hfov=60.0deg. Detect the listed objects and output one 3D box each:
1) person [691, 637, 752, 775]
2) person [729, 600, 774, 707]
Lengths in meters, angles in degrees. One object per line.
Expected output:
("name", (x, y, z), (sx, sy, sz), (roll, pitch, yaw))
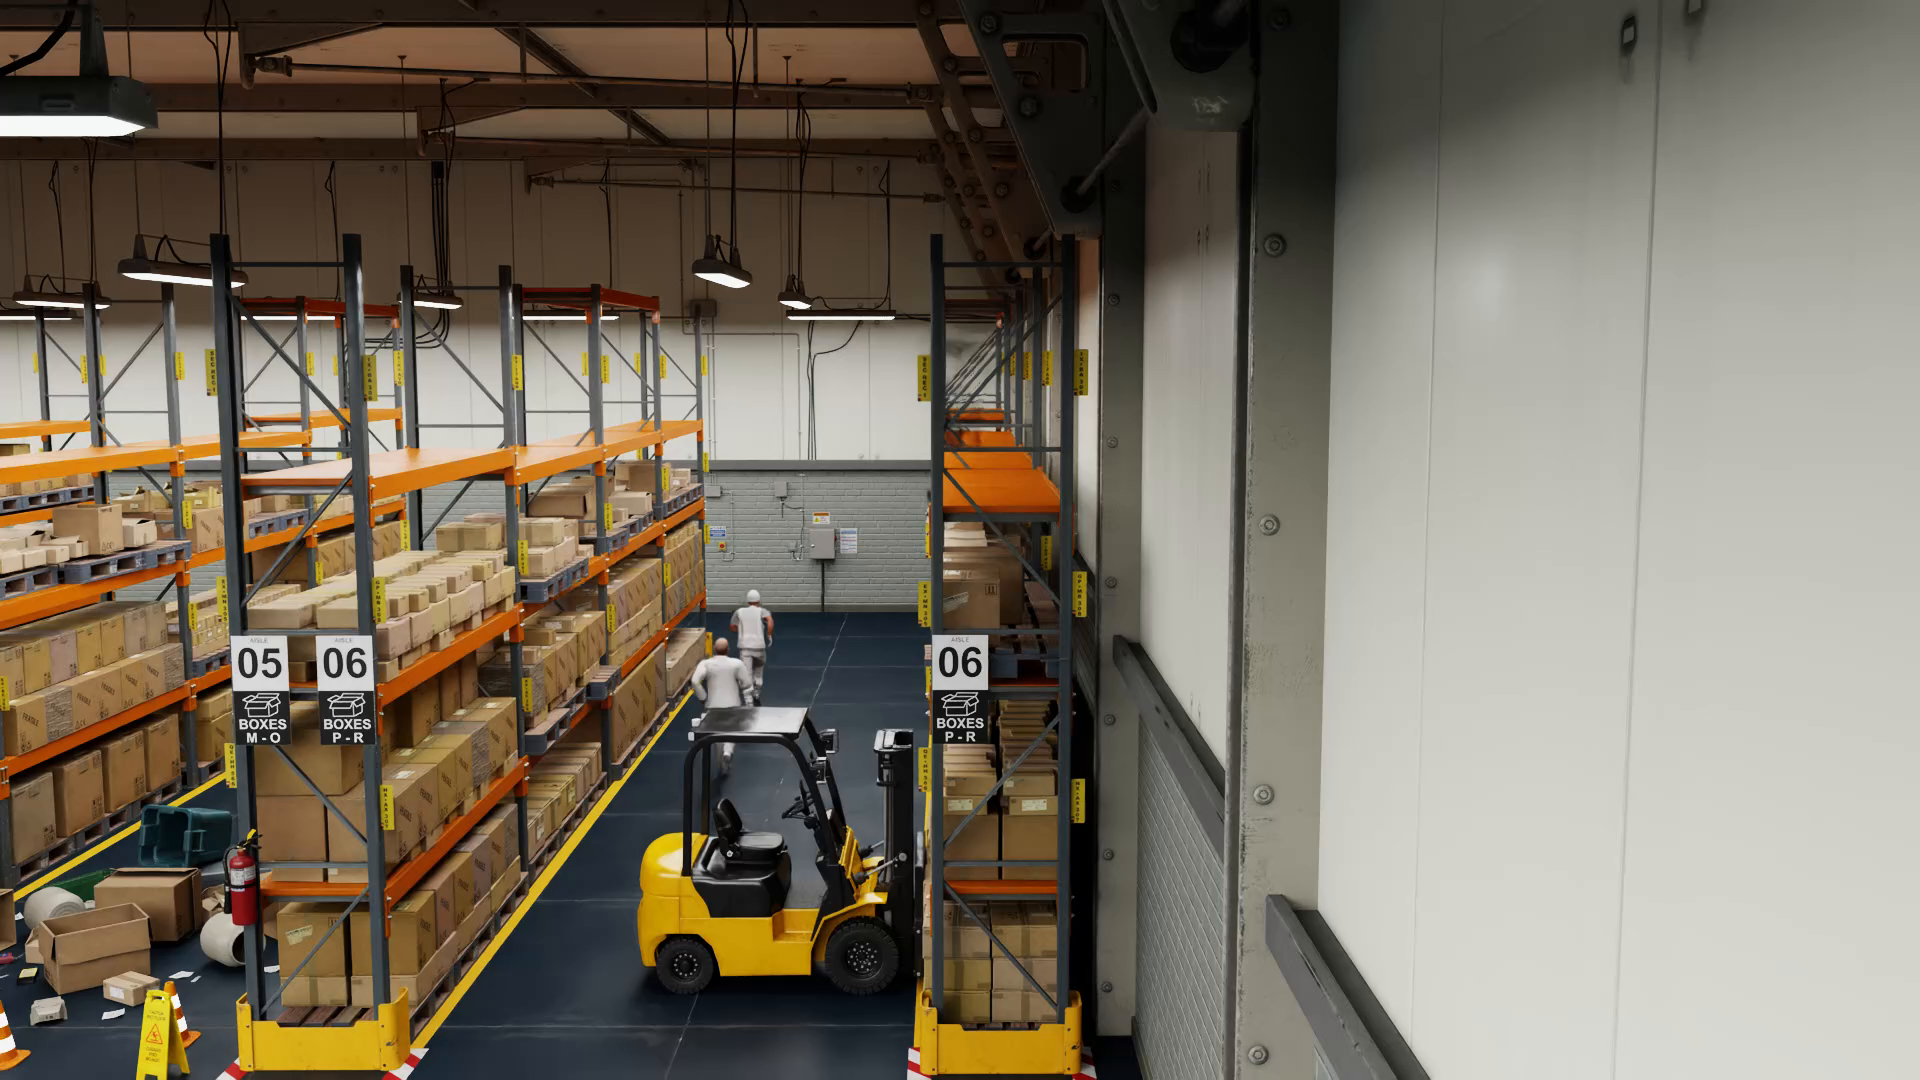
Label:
("person", (-2.897, 2.082, 20.255), (0.721, 1.788, 0.917), (-1, 6, -5))
("person", (-3.018, 1.668, 24.084), (0.653, 1.745, 0.990), (-1, 6, -5))
